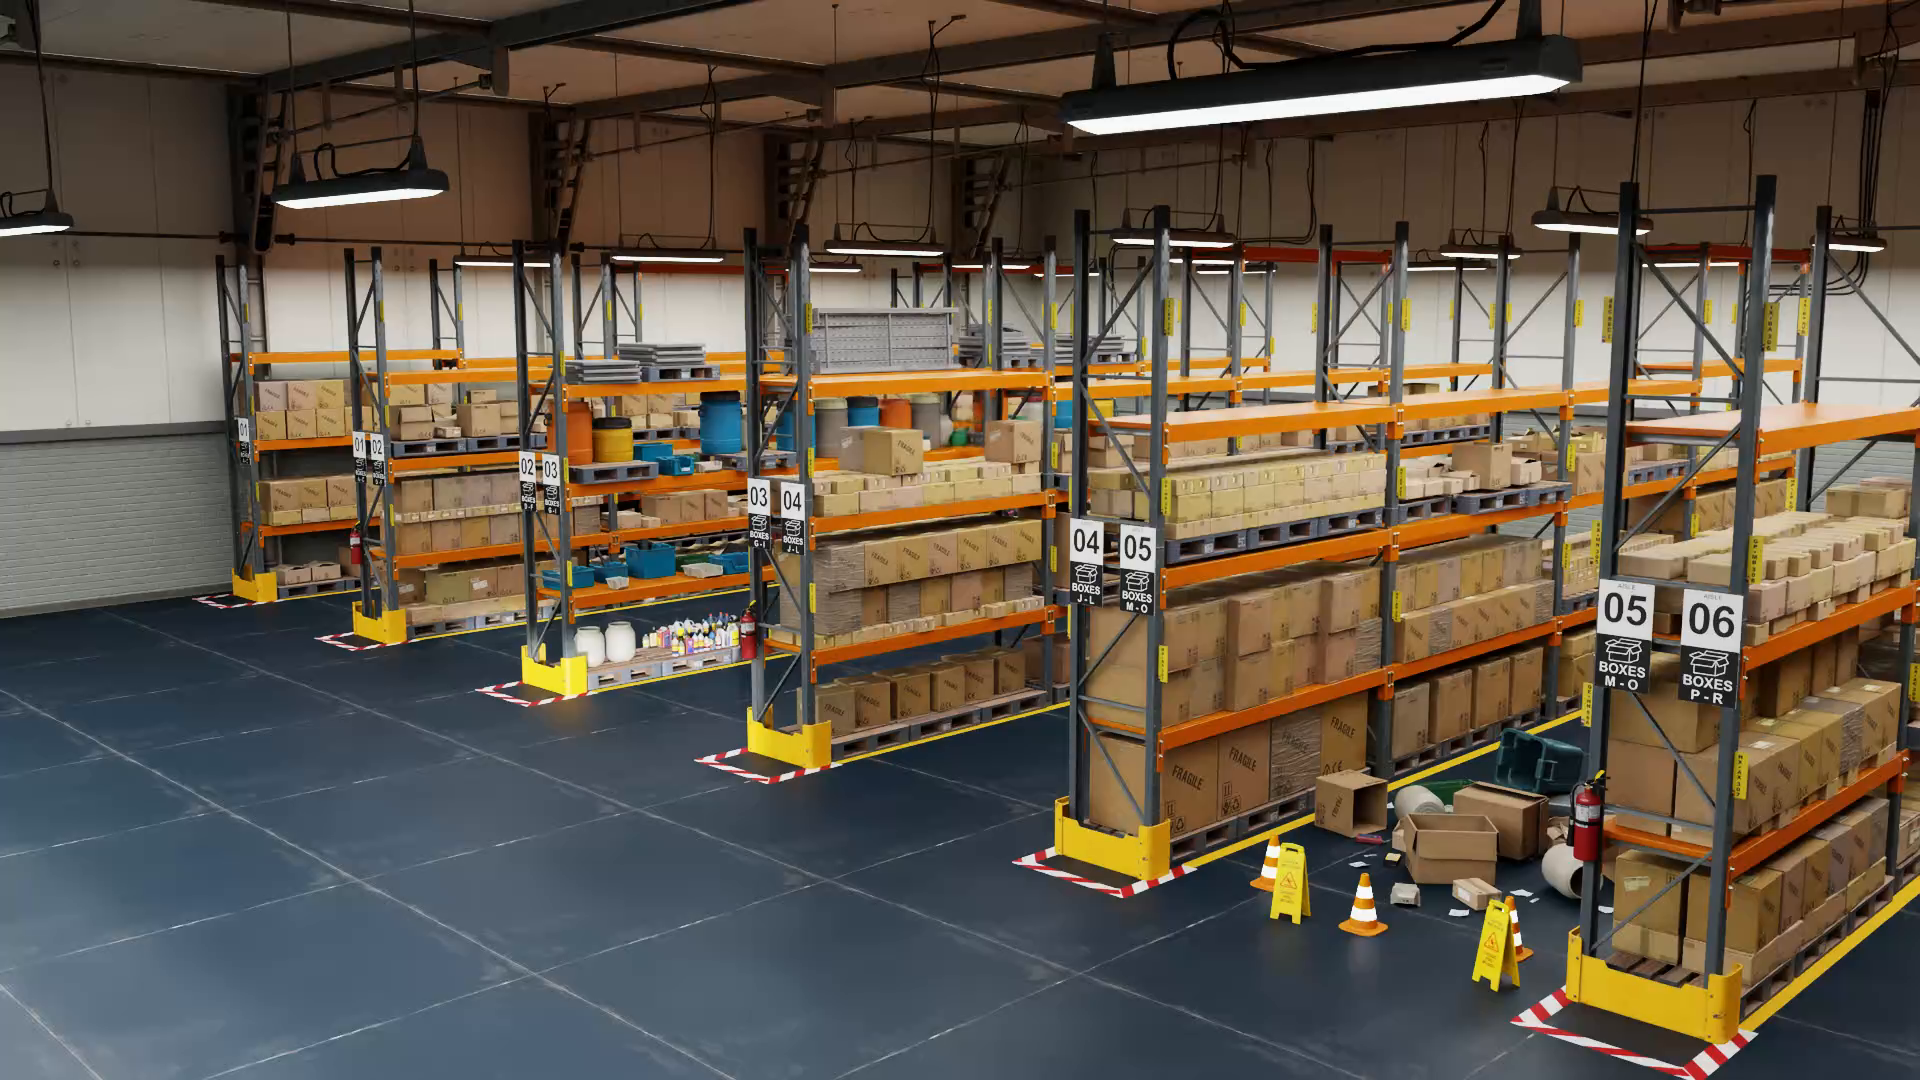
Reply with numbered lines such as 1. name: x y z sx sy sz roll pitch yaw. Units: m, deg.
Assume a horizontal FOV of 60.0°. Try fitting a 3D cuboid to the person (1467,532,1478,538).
1. person: 8.143 0.659 26.518 0.531 1.528 0.555 6 10 38
